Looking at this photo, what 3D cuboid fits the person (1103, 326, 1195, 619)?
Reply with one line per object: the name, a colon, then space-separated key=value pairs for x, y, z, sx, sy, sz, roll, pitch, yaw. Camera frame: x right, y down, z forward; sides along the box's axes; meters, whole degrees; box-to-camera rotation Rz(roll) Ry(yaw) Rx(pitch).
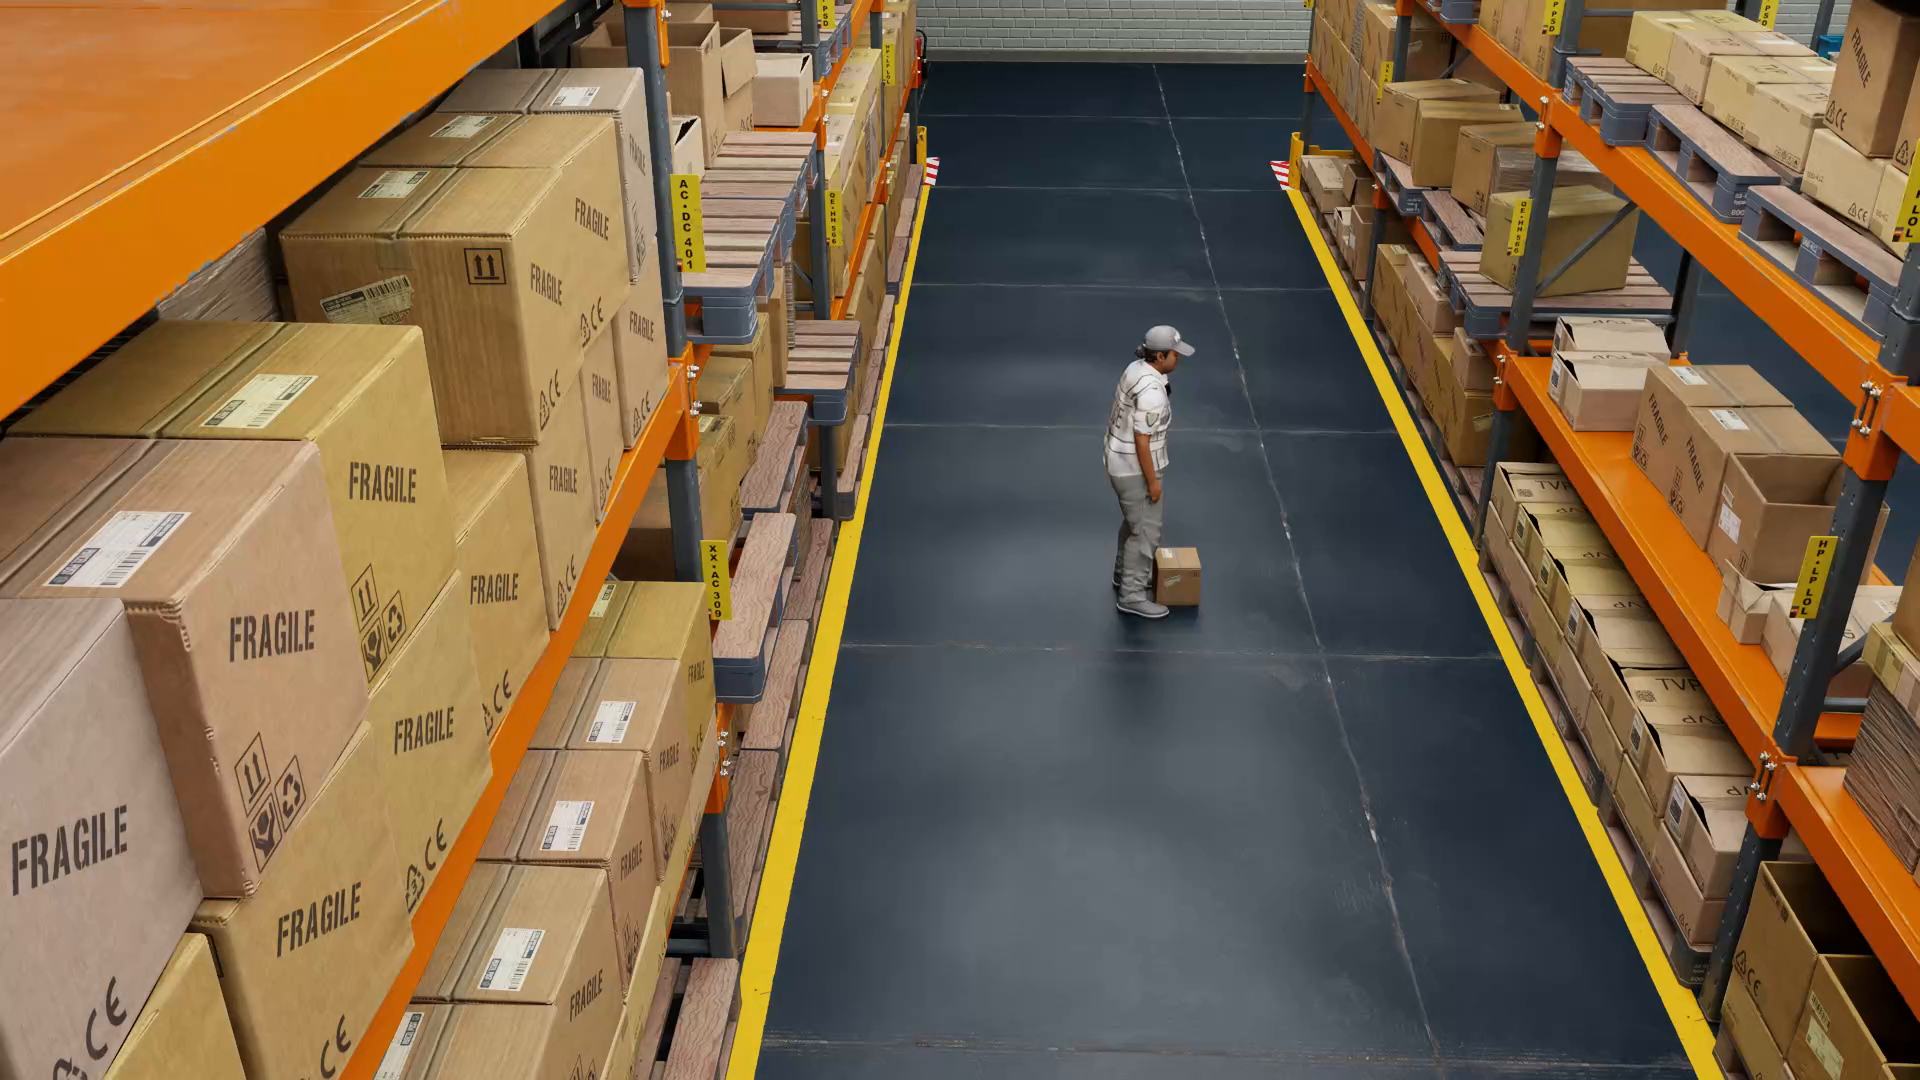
person: x=1.047 y=-0.409 z=9.379 sx=0.469 sy=1.666 sz=0.556 roll=0 pitch=28 yaw=0
